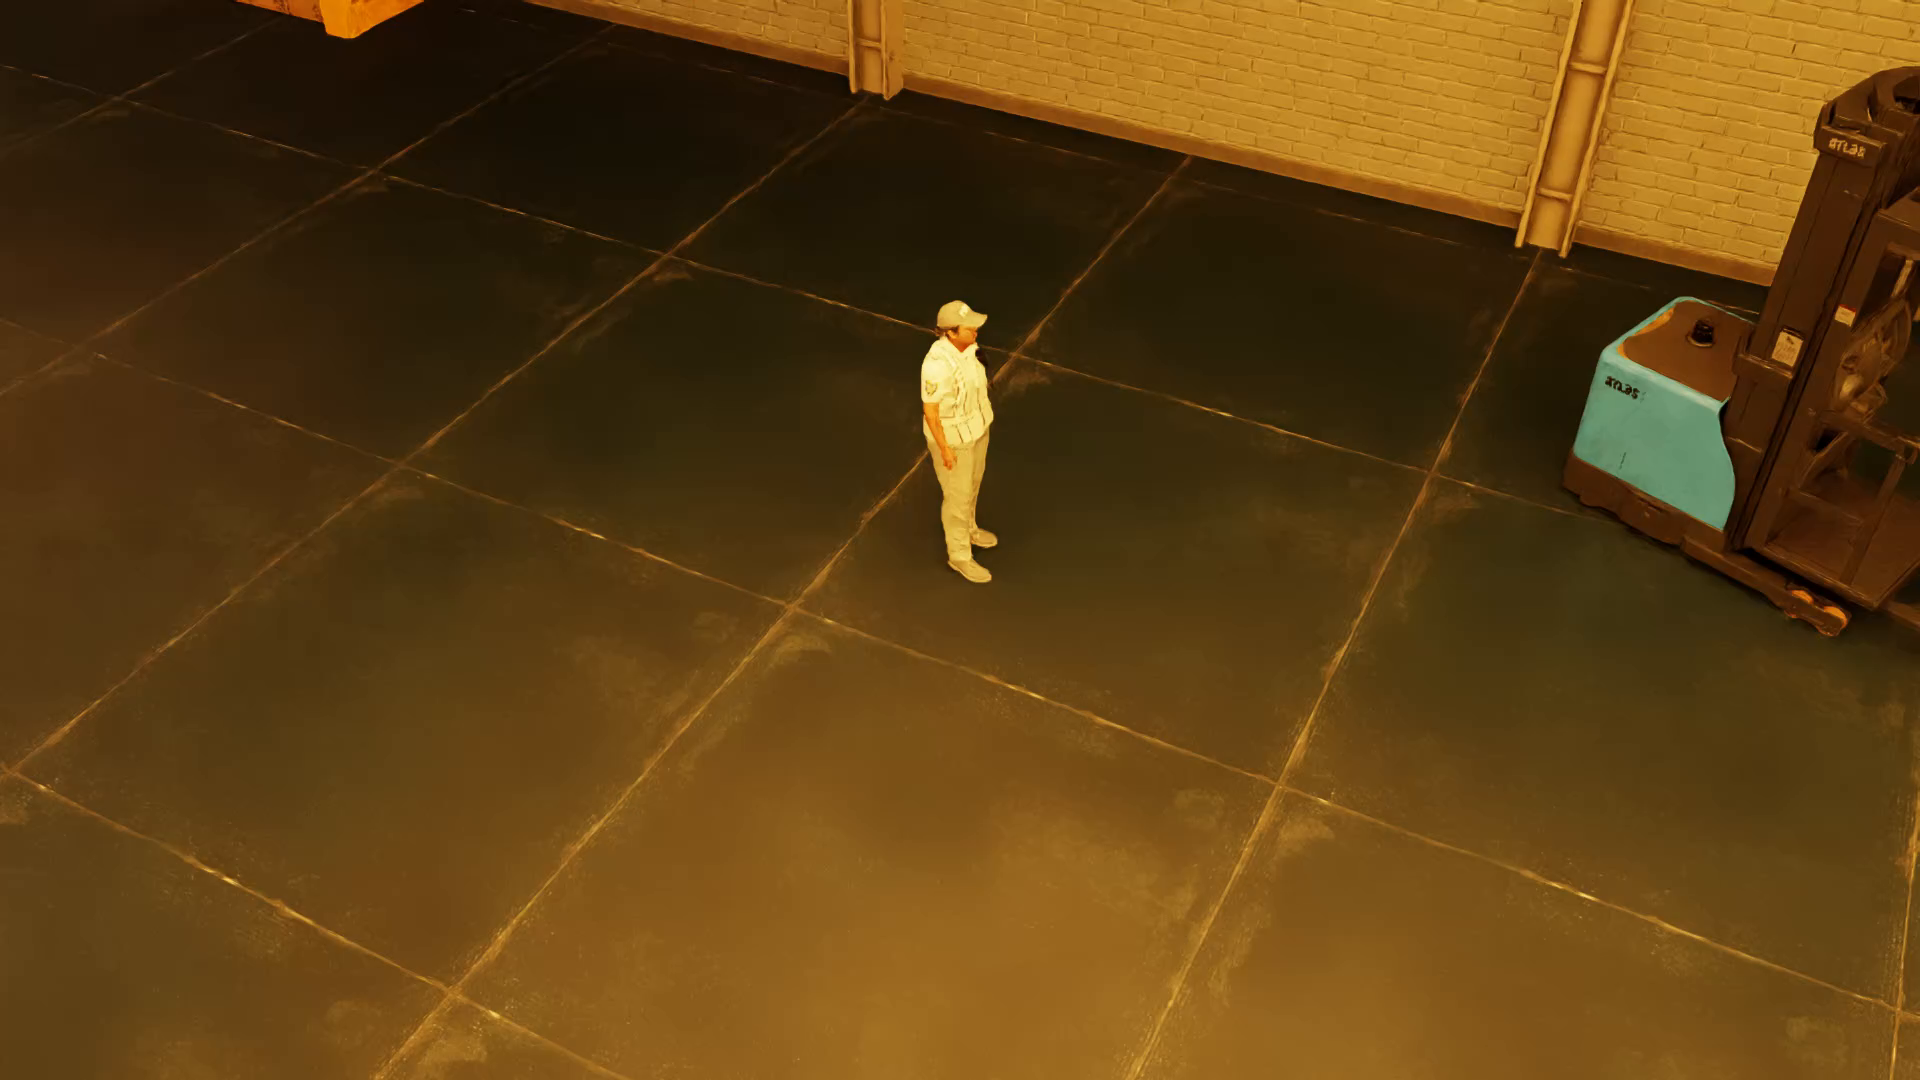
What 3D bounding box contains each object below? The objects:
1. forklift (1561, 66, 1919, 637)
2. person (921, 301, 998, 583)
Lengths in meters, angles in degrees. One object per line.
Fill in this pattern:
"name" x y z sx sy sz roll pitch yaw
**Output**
"forklift" 5.195 -0.946 9.110 1.130 2.935 3.031 -31 49 -31
"person" 0.058 -0.607 9.678 0.529 1.669 0.598 18 43 21
